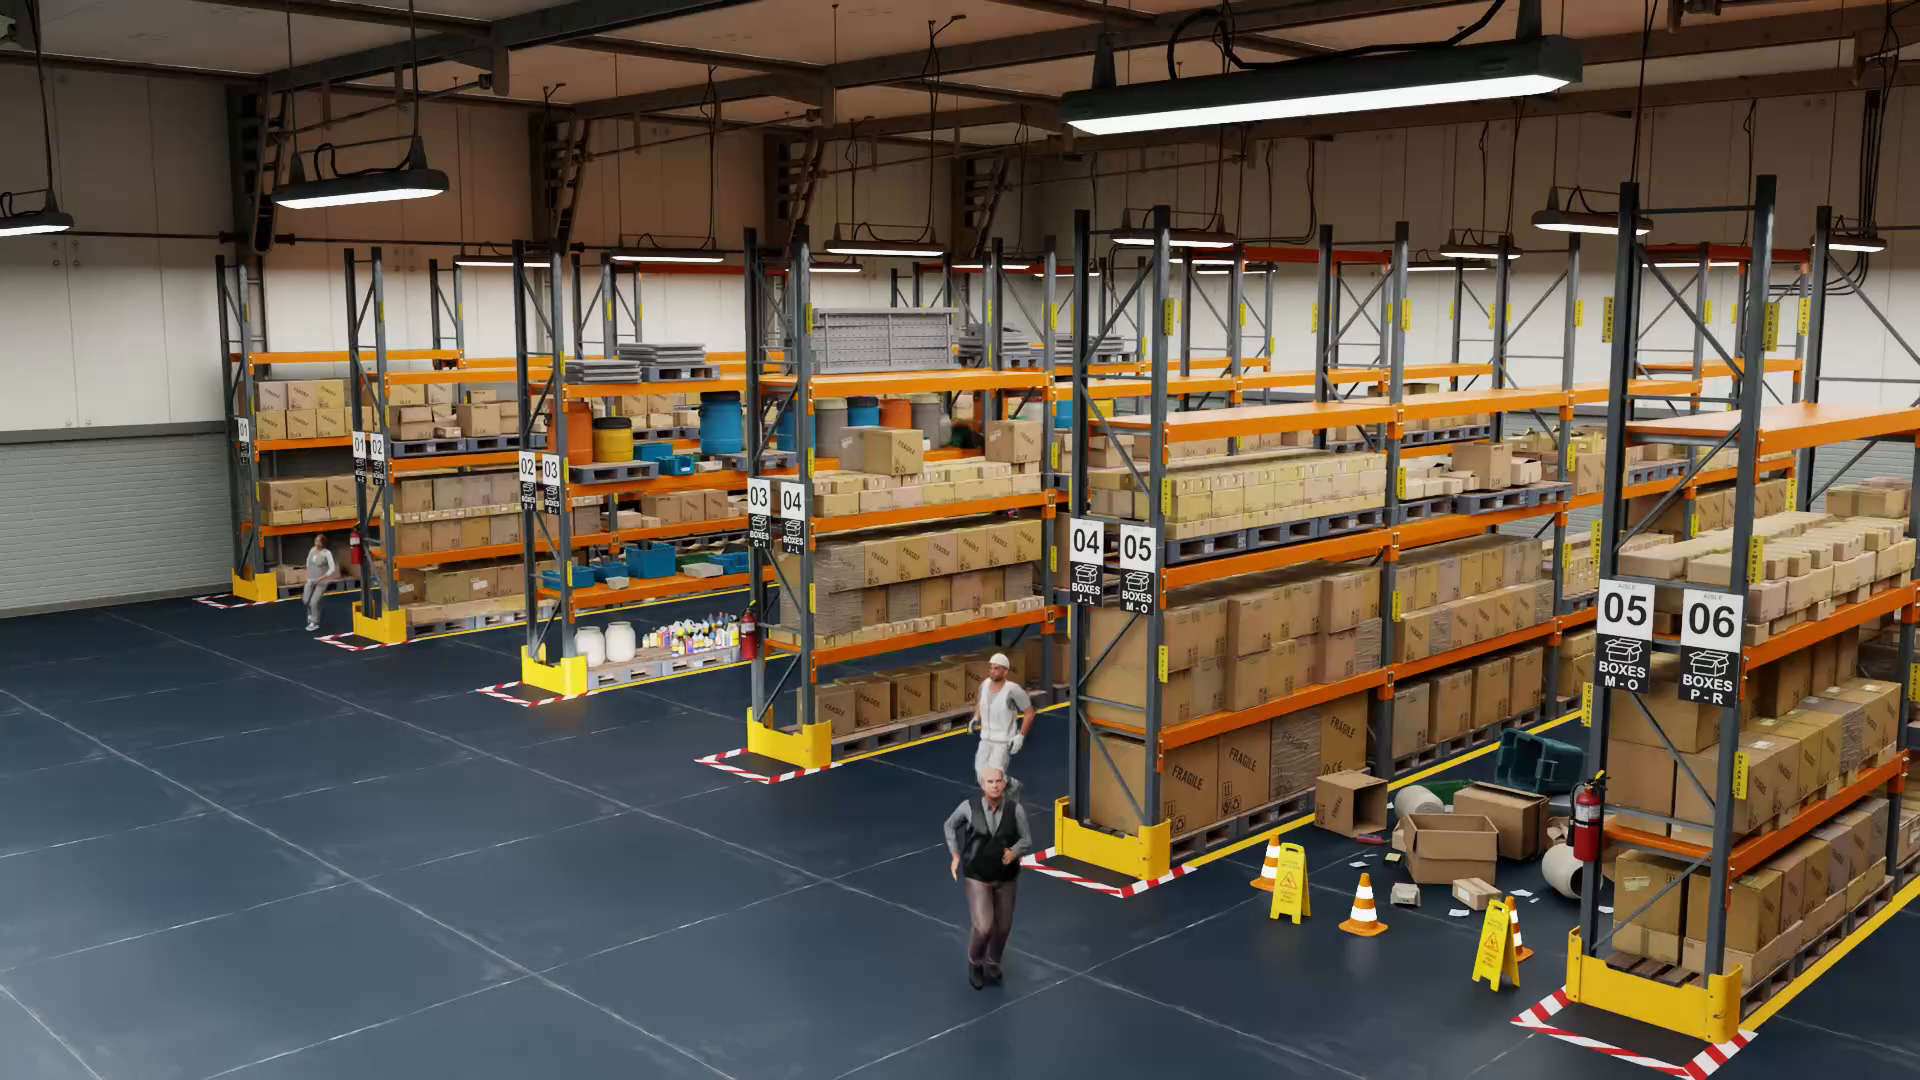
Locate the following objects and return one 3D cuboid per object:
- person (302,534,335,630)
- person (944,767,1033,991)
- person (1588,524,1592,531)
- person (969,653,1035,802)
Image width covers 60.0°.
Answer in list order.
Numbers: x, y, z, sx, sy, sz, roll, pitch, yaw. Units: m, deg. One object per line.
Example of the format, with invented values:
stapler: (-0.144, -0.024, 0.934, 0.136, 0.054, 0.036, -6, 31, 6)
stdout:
person: (-10.201, 0.669, 26.401, 0.594, 1.537, 0.469, 1, 8, 8)
person: (0.233, 2.558, 12.516, 0.633, 1.703, 0.683, -1, 8, -10)
person: (10.065, 0.564, 26.521, 0.652, 1.734, 0.572, 8, 11, 43)
person: (0.405, 1.983, 16.503, 0.696, 1.758, 0.662, 8, 11, 43)
